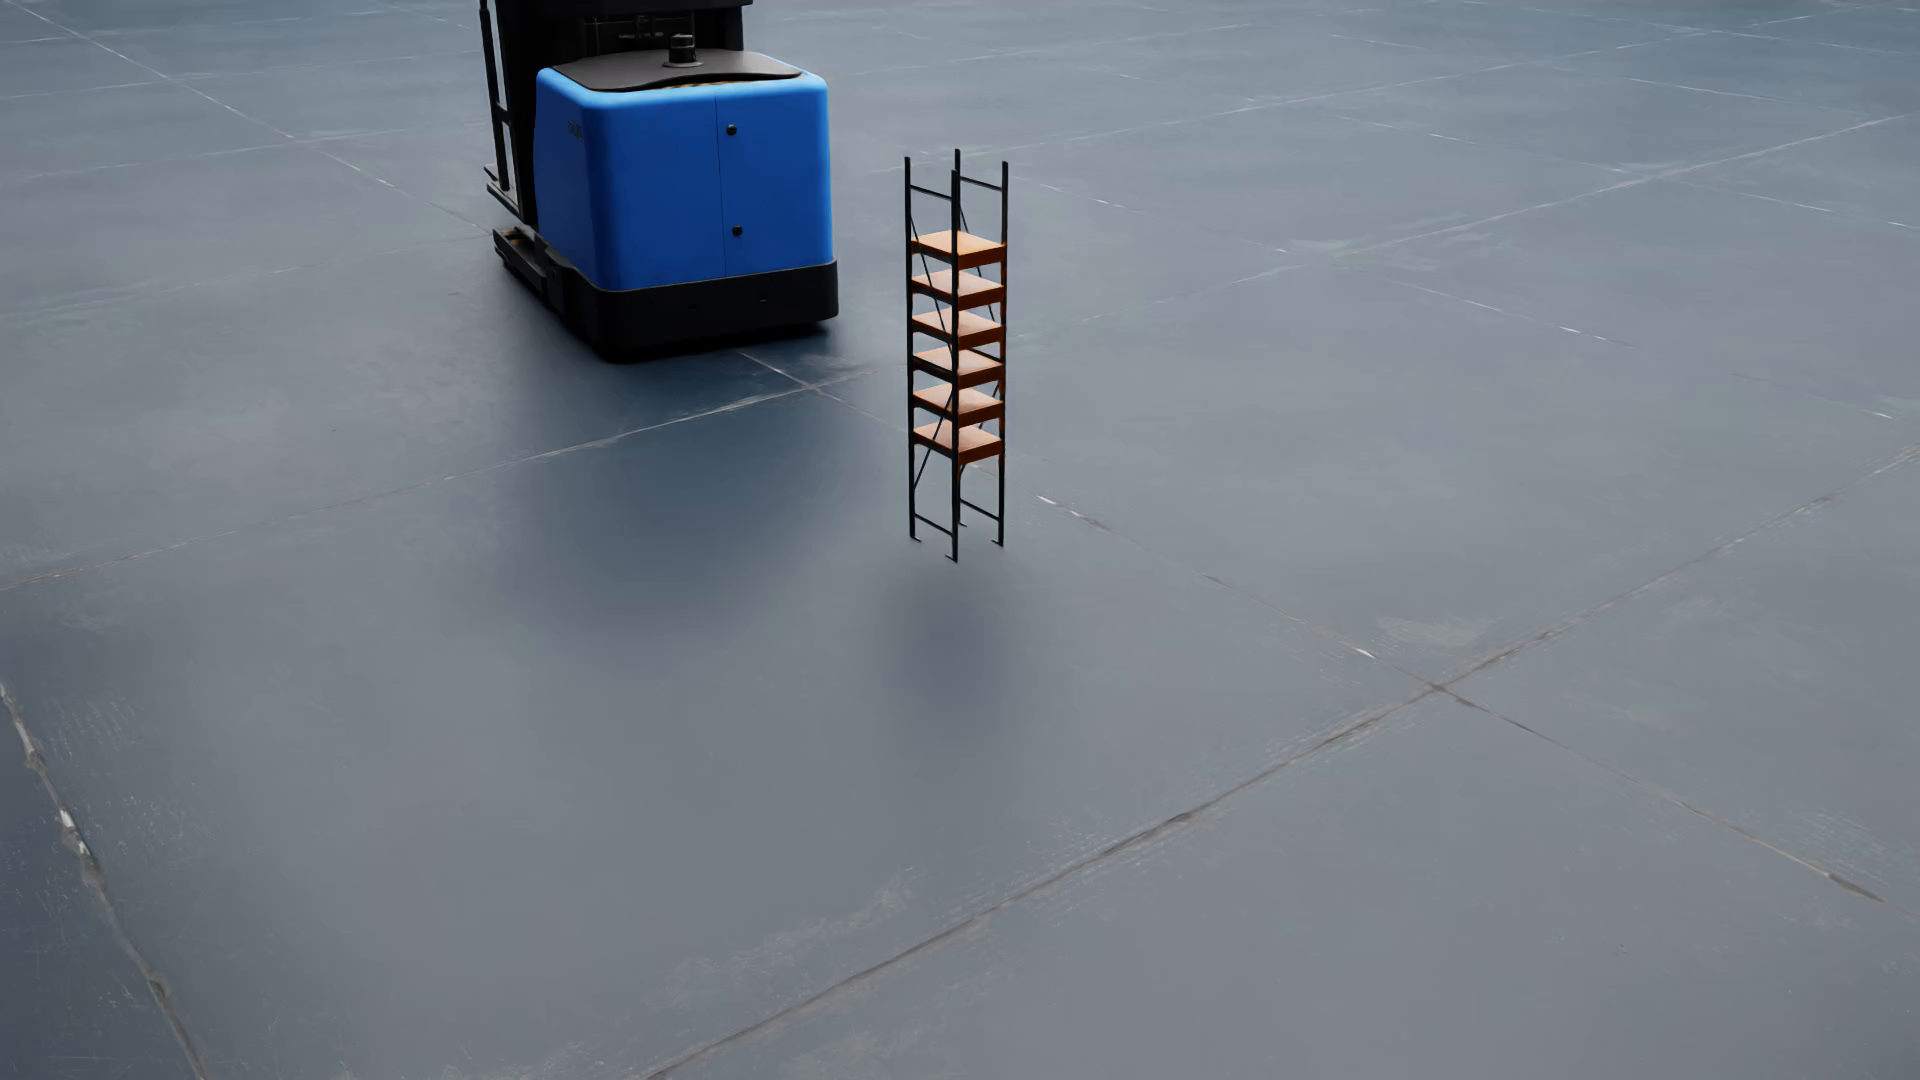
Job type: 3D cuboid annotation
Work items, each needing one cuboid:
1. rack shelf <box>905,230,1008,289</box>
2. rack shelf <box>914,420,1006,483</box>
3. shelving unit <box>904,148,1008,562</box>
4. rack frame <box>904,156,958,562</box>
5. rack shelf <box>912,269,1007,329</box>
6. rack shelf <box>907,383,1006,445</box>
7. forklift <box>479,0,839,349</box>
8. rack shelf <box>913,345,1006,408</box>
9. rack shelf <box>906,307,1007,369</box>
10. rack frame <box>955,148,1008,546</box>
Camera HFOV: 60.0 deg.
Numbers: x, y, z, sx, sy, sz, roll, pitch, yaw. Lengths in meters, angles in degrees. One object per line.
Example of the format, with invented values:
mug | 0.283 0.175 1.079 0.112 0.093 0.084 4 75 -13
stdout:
rack shelf | -0.011 -0.827 4.856 0.180 0.103 0.258 -18 31 -34
rack shelf | -0.011 -0.282 5.109 0.180 0.103 0.258 -18 31 -34
shelving unit | -0.011 -0.540 4.989 0.189 1.200 0.258 -18 31 -34
rack frame | -0.083 -0.517 4.938 0.006 1.200 0.240 -18 31 -34
rack shelf | -0.011 -0.718 4.907 0.180 0.103 0.258 -18 31 -34
rack shelf | -0.011 -0.391 5.059 0.180 0.103 0.258 -18 31 -34
forklift | -1.640 -2.693 7.571 1.130 2.935 3.031 -12 27 -24
rack shelf | -0.011 -0.500 5.008 0.180 0.103 0.258 -18 31 -34
rack shelf | -0.011 -0.609 4.958 0.180 0.103 0.258 -18 31 -34
rack frame | 0.061 -0.564 5.041 0.006 1.200 0.240 -18 31 -34
